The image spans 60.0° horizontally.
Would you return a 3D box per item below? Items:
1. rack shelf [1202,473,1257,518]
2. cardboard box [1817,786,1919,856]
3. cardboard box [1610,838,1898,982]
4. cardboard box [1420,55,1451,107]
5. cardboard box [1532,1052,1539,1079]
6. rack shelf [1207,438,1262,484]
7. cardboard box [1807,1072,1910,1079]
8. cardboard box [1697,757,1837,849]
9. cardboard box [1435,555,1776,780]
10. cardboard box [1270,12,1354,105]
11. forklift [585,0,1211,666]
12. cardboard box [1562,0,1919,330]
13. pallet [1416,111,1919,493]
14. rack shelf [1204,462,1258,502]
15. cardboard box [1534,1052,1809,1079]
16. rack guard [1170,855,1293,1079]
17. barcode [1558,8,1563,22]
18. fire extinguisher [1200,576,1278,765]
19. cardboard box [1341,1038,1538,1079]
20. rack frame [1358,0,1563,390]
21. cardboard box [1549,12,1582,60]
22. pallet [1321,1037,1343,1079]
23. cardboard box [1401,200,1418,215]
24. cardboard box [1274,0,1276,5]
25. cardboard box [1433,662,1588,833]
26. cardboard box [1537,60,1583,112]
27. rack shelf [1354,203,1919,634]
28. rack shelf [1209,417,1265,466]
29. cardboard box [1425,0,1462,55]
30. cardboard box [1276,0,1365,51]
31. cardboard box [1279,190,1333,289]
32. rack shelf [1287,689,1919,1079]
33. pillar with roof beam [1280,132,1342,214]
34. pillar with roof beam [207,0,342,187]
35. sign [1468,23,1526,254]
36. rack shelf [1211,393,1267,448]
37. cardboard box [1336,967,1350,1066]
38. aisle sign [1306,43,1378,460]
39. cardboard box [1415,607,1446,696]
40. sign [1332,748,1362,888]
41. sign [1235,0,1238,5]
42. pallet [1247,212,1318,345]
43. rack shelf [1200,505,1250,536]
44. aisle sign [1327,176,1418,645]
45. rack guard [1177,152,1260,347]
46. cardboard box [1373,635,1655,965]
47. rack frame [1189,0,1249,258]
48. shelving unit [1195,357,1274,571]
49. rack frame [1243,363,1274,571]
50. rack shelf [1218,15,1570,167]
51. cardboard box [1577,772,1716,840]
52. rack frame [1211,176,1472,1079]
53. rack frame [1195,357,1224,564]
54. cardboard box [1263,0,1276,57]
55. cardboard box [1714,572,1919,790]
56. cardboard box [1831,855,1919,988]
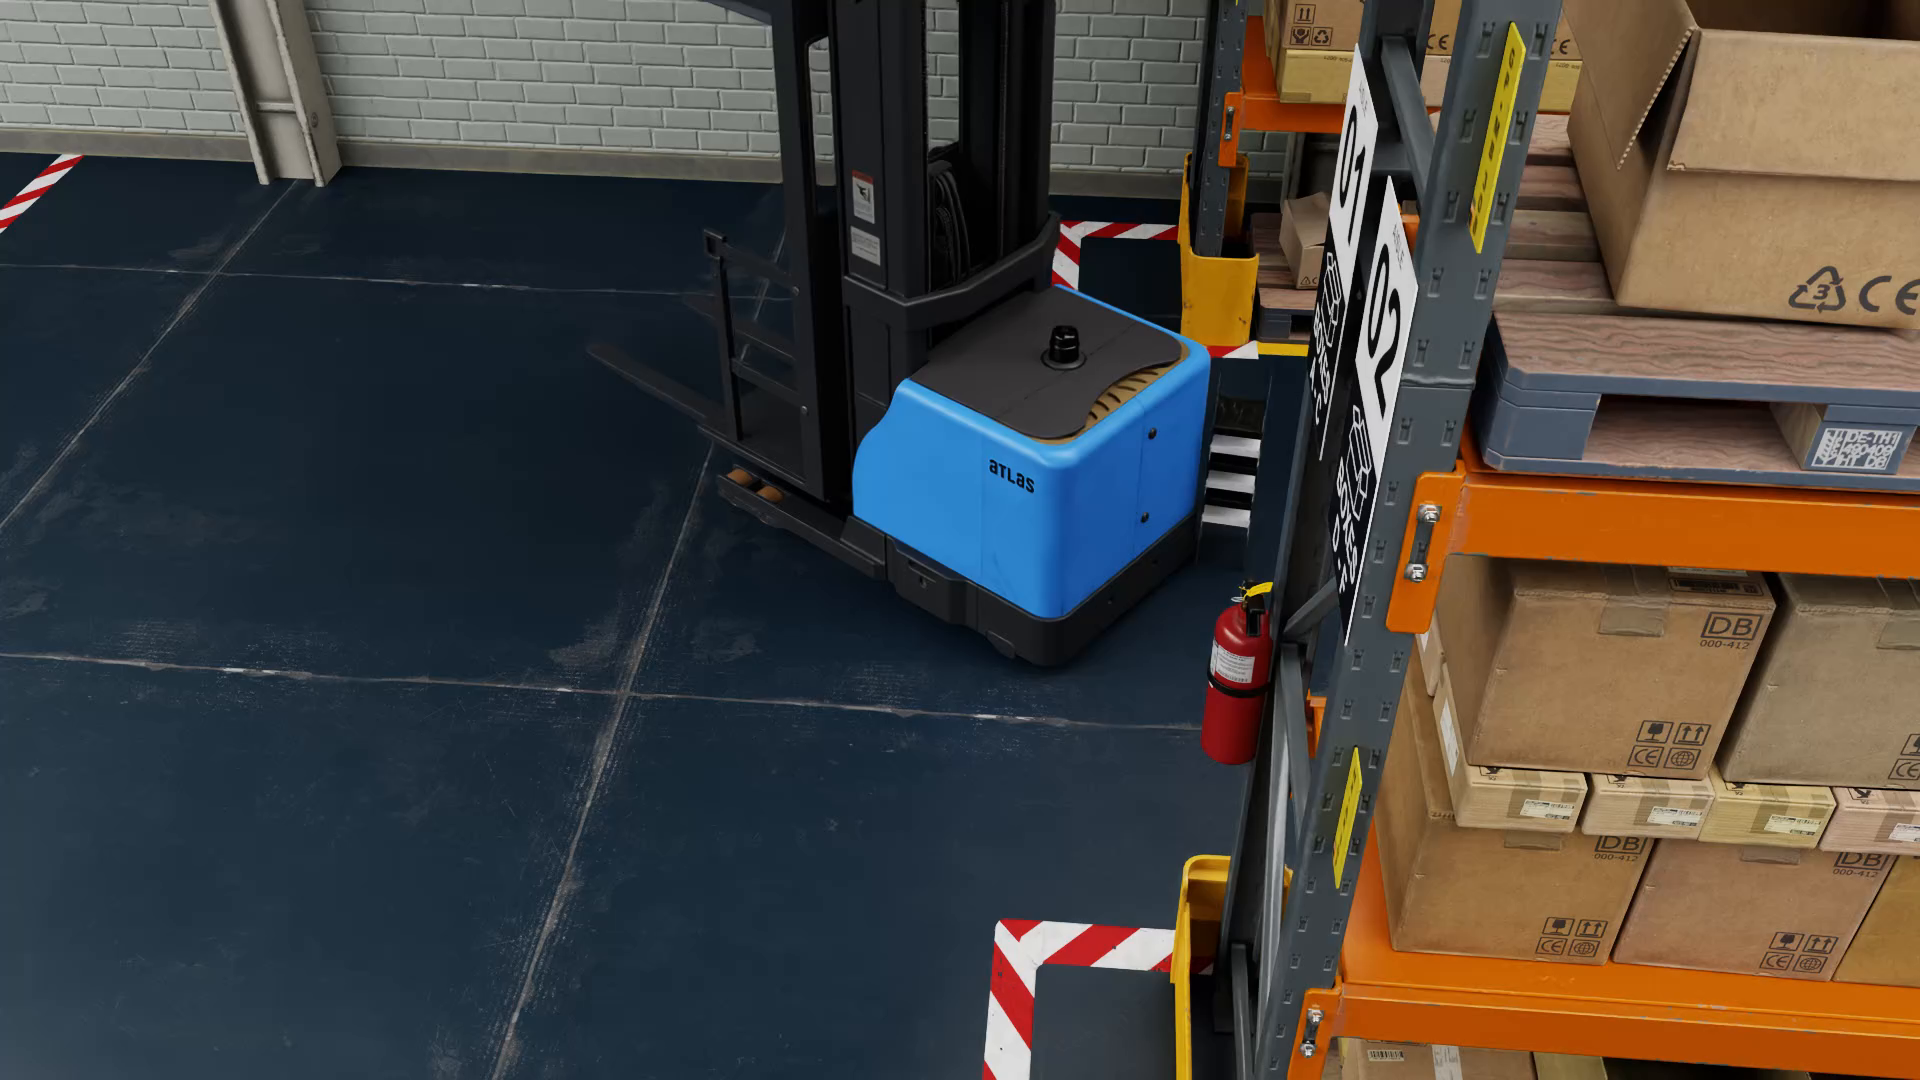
[{"bbox_3d":[1.136,-0.208,6.988,0.200,0.077,0.258,8,40,10],"label":"rack shelf"},{"bbox_3d":[1.984,0.501,3.666,0.250,0.149,0.380,3,39,3],"label":"cardboard box"},{"bbox_3d":[1.836,0.612,4.043,0.500,0.500,0.700,4,39,5],"label":"cardboard box"},{"bbox_3d":[2.250,-2.228,7.714,0.500,0.250,0.500,2,39,2],"label":"cardboard box"},{"bbox_3d":[1.862,1.689,4.644,0.500,0.250,0.500,3,39,4],"label":"cardboard box"},{"bbox_3d":[1.136,-0.348,6.874,0.200,0.077,0.258,8,40,10],"label":"rack shelf"},{"bbox_3d":[2.362,1.419,4.382,0.500,0.500,0.500,3,39,4],"label":"cardboard box"},{"bbox_3d":[1.733,0.486,3.684,0.250,0.149,0.380,3,39,4],"label":"cardboard box"},{"bbox_3d":[1.366,0.086,3.661,0.500,0.500,0.700,3,39,4],"label":"cardboard box"},{"bbox_3d":[1.731,-2.247,7.738,0.500,0.250,0.500,2,39,3],"label":"cardboard box"},{"bbox_3d":[-0.450,-1.431,6.686,3.031,2.935,1.130,28,47,30],"label":"forklift"},{"bbox_3d":[1.421,-0.795,2.949,0.637,0.503,0.797,6,39,7],"label":"cardboard box"},{"bbox_3d":[1.551,-0.482,3.160,1.213,0.211,1.003,3,39,4],"label":"pallet"},{"bbox_3d":[1.136,-0.278,6.931,0.200,0.077,0.258,8,40,10],"label":"rack shelf"},{"bbox_3d":[1.862,1.400,4.406,0.500,0.500,0.500,3,39,4],"label":"cardboard box"},{"bbox_3d":[0.825,1.560,4.937,0.348,0.500,1.175,3,39,4],"label":"rack guard"},{"bbox_3d":[1.191,-1.083,3.369,0.075,0.075,0.001,3,39,4],"label":"barcode"},{"bbox_3d":[0.771,0.323,4.538,0.183,0.674,0.296,3,39,4],"label":"fire extinguisher"},{"bbox_3d":[1.364,1.665,4.674,0.500,0.250,0.500,3,39,4],"label":"cardboard box"},{"bbox_3d":[0.849,-1.735,2.253,0.127,3.000,1.000,3,39,4],"label":"rack frame"},{"bbox_3d":[2.728,-2.484,7.434,0.500,0.500,0.500,2,39,2],"label":"cardboard box"},{"bbox_3d":[1.614,1.689,5.008,1.213,0.211,1.003,3,39,4],"label":"pallet"},{"bbox_3d":[2.522,-1.526,8.530,0.500,0.311,0.500,6,40,8],"label":"cardboard box"},{"bbox_3d":[1.761,-2.872,7.911,0.500,0.500,0.500,3,39,3],"label":"cardboard box"},{"bbox_3d":[1.221,0.458,3.718,0.250,0.149,0.380,3,39,4],"label":"cardboard box"},{"bbox_3d":[2.757,-2.196,7.675,0.500,0.250,0.500,3,39,3],"label":"cardboard box"},{"bbox_3d":[2.841,-0.183,3.293,4.000,0.370,1.077,3,39,4],"label":"rack shelf"},{"bbox_3d":[1.136,-0.417,6.817,0.200,0.077,0.258,8,40,10],"label":"rack shelf"},{"bbox_3d":[2.214,-2.516,7.474,0.500,0.500,0.500,3,39,4],"label":"cardboard box"},{"bbox_3d":[1.722,-2.549,7.515,0.500,0.500,0.500,3,39,4],"label":"cardboard box"},{"bbox_3d":[1.954,-1.557,8.569,0.500,0.311,0.500,-1,39,-1],"label":"cardboard box"},{"bbox_3d":[2.841,0.980,4.240,4.000,0.370,1.077,3,39,4],"label":"rack shelf"},{"bbox_3d":[1.673,-2.649,3.376,0.400,9.000,9.100,3,39,4],"label":"pillar with roof beam"},{"bbox_3d":[-4.304,-2.976,3.777,0.400,9.000,9.100,3,39,4],"label":"pillar with roof beam"},{"bbox_3d":[0.795,-0.592,2.470,0.005,0.325,0.100,3,39,4],"label":"sign"},{"bbox_3d":[1.137,-0.487,6.760,0.200,0.077,0.258,8,40,10],"label":"rack shelf"},{"bbox_3d":[1.409,1.339,5.075,0.500,0.250,0.500,3,39,4],"label":"cardboard box"},{"bbox_3d":[0.809,-0.605,3.557,0.004,0.787,0.394,3,39,4],"label":"aisle sign"},{"bbox_3d":[1.246,0.203,4.032,0.250,0.149,0.380,3,39,3],"label":"cardboard box"},{"bbox_3d":[0.795,0.574,3.420,0.005,0.325,0.100,3,39,4],"label":"sign"},{"bbox_3d":[1.226,-2.518,7.282,0.005,0.325,0.100,3,39,4],"label":"sign"},{"bbox_3d":[2.155,-1.372,8.768,1.213,0.211,1.003,3,39,4],"label":"pallet"},{"bbox_3d":[1.135,-0.138,7.045,0.200,0.077,0.258,8,40,10],"label":"rack shelf"},{"bbox_3d":[0.757,-0.227,3.094,0.004,0.787,0.394,3,39,4],"label":"aisle sign"},{"bbox_3d":[1.348,-1.550,8.758,0.348,0.500,1.175,3,39,4],"label":"rack guard"},{"bbox_3d":[1.313,0.587,4.074,0.500,0.500,0.700,3,39,4],"label":"cardboard box"},{"bbox_3d":[1.273,-2.524,7.974,0.127,3.000,1.000,3,39,4],"label":"rack frame"},{"bbox_3d":[1.136,-0.304,6.910,0.210,0.900,0.258,8,40,10],"label":"shelving unit"},{"bbox_3d":[1.235,-0.289,6.893,0.006,0.900,0.240,8,40,10],"label":"rack frame"},{"bbox_3d":[3.265,-2.136,8.068,4.000,0.370,1.077,3,39,4],"label":"rack shelf"},{"bbox_3d":[1.485,0.471,3.702,0.250,0.149,0.380,2,39,3],"label":"cardboard box"},{"bbox_3d":[0.849,0.592,4.147,0.127,3.000,1.000,3,39,4],"label":"rack frame"},{"bbox_3d":[1.037,-0.318,6.927,0.006,0.900,0.240,8,40,10],"label":"rack frame"},{"bbox_3d":[1.755,-2.570,8.134,0.500,0.250,0.500,4,39,4],"label":"cardboard box"},{"bbox_3d":[1.890,0.112,3.630,0.500,0.500,0.700,2,39,3],"label":"cardboard box"},{"bbox_3d":[2.331,0.643,4.005,0.500,0.500,0.700,3,39,4],"label":"cardboard box"}]
